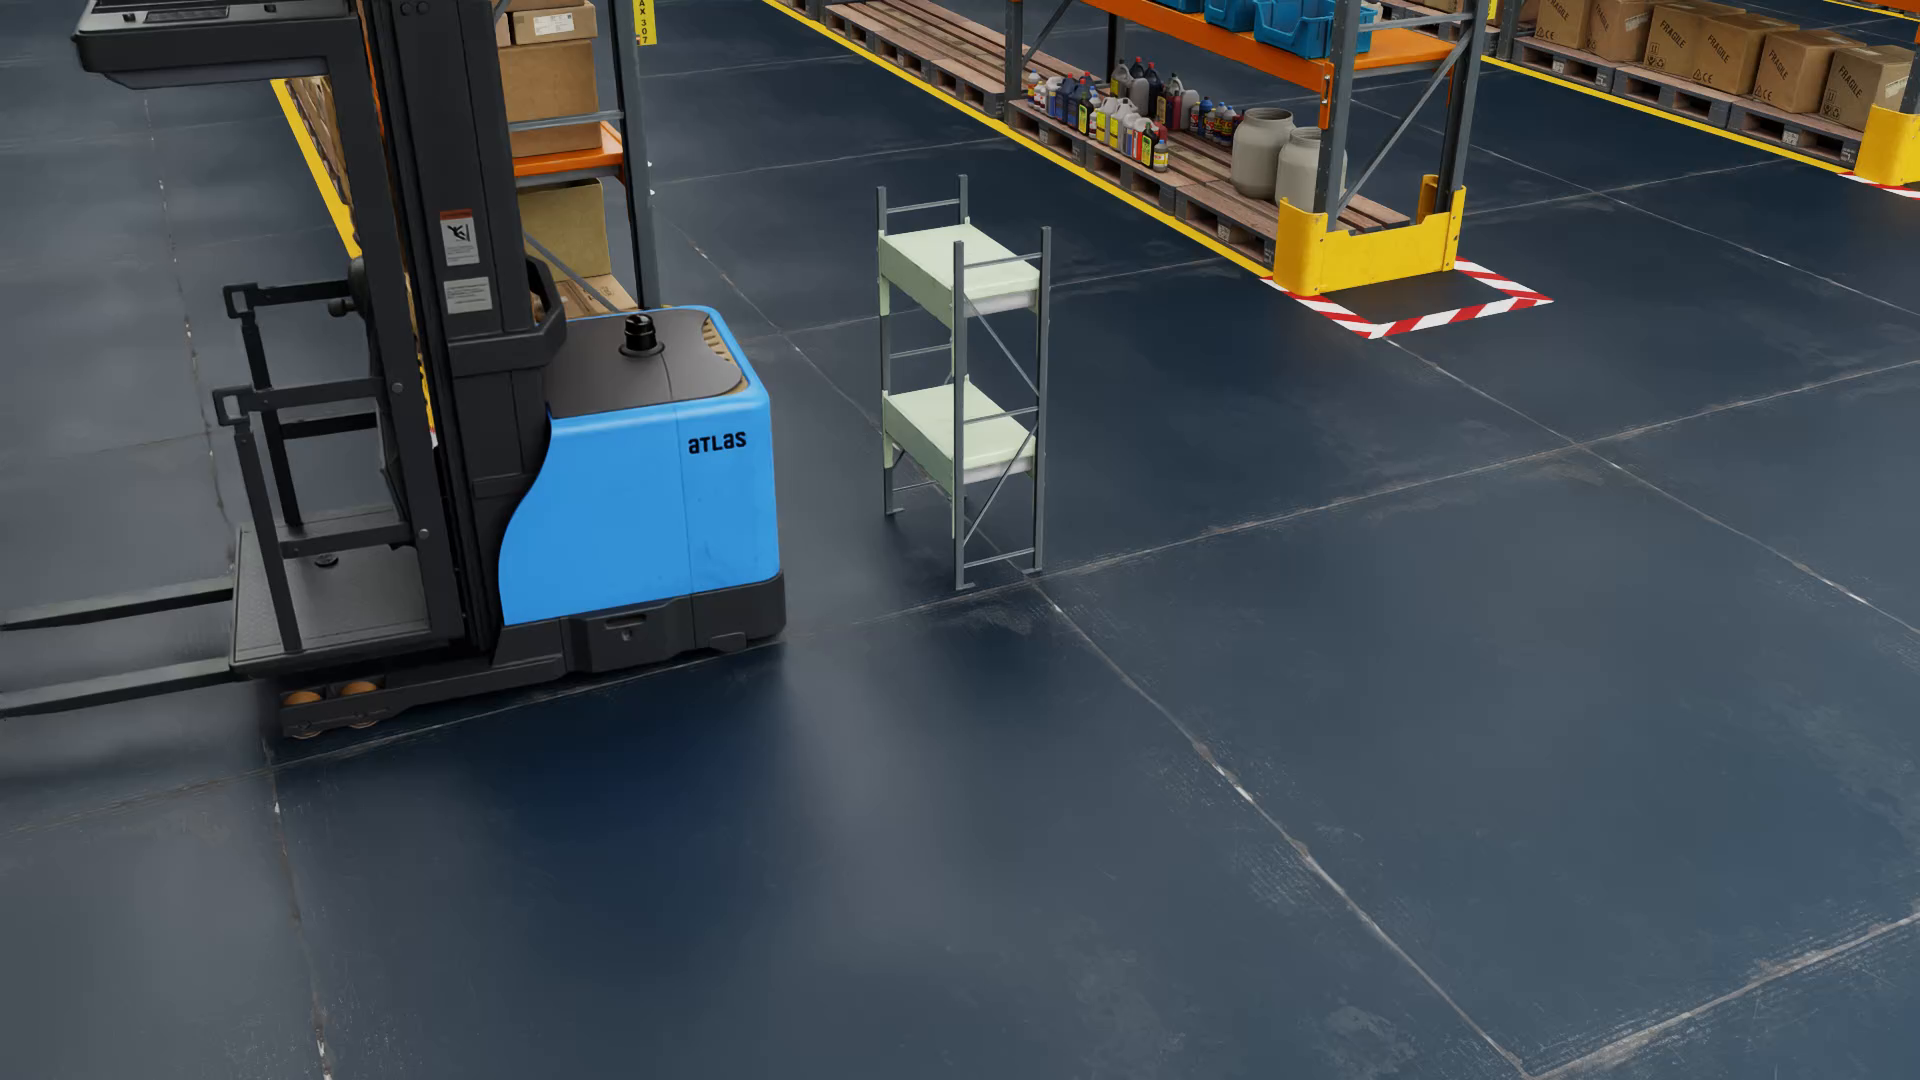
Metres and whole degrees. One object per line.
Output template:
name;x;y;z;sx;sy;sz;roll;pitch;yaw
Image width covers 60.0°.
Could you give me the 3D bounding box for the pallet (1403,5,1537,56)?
pallet;4.962;-4.844;15.673;1.003;0.211;1.213;-13;32;-22

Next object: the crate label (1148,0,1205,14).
crate label;1.507;-3.681;10.712;0.502;0.435;0.616;-13;32;-22

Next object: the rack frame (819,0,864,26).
rack frame;-0.893;-6.444;15.674;1.000;3.000;0.127;-13;32;-22

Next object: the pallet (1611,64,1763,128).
pallet;6.146;-3.672;13.582;1.003;0.211;1.213;-13;32;-22

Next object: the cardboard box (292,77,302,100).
cardboard box;-4.963;-3.646;13.067;0.500;0.250;0.500;-14;32;-23

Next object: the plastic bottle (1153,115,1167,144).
plastic bottle;1.370;-2.776;11.461;0.061;0.283;0.133;-13;32;-22

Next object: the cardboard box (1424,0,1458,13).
cardboard box;4.866;-5.309;15.756;0.700;0.500;0.500;-13;32;-22

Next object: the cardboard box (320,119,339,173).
cardboard box;-4.091;-2.744;11.459;0.500;0.250;0.500;-13;32;-22

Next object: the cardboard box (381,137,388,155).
cardboard box;-3.089;-2.017;9.394;0.500;0.500;0.500;-13;32;-22

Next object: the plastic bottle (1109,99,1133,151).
plastic bottle;1.139;-2.916;11.642;0.144;0.351;0.185;-12;31;-20

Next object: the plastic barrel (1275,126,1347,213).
plastic barrel;2.190;-2.282;10.368;0.421;0.512;0.421;0;29;0

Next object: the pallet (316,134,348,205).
pallet;-4.003;-2.739;11.919;1.003;0.211;1.213;-13;32;-22

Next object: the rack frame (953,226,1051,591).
rack frame;0.160;-0.490;6.590;0.400;1.500;0.023;-13;32;-22

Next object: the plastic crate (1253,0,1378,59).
plastic crate;2.056;-3.003;9.691;0.499;0.251;0.616;-13;32;-22

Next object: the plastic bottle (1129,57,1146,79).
plastic bottle;1.361;-3.489;12.664;0.144;0.351;0.185;-14;32;-23

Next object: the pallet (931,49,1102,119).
pallet;0.452;-3.799;13.809;1.003;0.211;1.213;-13;32;-22

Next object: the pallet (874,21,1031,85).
pallet;-0.076;-4.339;14.772;1.003;0.211;1.213;-13;32;-22

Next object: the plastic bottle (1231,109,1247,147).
plastic bottle;1.964;-2.887;11.659;0.061;0.283;0.133;-13;32;-21

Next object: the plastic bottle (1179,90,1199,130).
plastic bottle;1.648;-3.157;12.147;0.152;0.276;0.135;-12;32;-21

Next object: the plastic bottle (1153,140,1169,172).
plastic bottle;1.357;-2.600;11.232;0.097;0.201;0.097;0;29;0

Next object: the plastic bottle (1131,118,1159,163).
plastic bottle;1.274;-2.750;11.422;0.152;0.276;0.135;-13;32;-22

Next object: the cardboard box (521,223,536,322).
cardboard box;-2.433;-1.357;8.218;0.500;0.500;0.500;-13;32;-22

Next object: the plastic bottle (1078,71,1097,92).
plastic bottle;0.926;-3.300;12.326;0.144;0.351;0.185;-13;32;-22

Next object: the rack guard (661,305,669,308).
rack guard;-1.923;-0.770;8.113;1.175;0.500;0.348;-13;32;-22

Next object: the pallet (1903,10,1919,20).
pallet;10.076;-5.145;16.209;1.003;0.211;1.213;-13;32;-22

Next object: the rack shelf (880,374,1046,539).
rack shelf;0.003;-0.367;7.037;0.431;0.370;0.720;-13;32;-22

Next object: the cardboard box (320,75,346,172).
cardboard box;-3.735;-2.679;10.575;0.500;0.500;0.500;-13;32;-22

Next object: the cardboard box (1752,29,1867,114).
cardboard box;6.474;-3.579;12.692;0.500;0.500;0.500;-5;30;-9

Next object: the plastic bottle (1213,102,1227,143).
plastic bottle;1.854;-2.974;11.826;0.097;0.271;0.097;0;29;0

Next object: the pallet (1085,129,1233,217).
pallet;1.603;-2.615;11.698;1.003;0.211;1.213;-13;32;-22

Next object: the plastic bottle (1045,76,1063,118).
plastic bottle;0.729;-3.311;12.422;0.152;0.276;0.135;-12;31;-20

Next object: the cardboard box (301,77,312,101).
cardboard box;-4.525;-3.435;12.117;0.500;0.311;0.500;-13;32;-22

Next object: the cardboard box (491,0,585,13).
cardboard box;-2.145;-2.713;7.593;0.700;0.500;0.500;-13;32;-22

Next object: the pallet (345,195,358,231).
pallet;-3.347;-2.062;10.711;1.003;0.211;1.213;-13;32;-22

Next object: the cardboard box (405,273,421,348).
cardboard box;-2.656;-1.248;8.791;0.500;0.250;0.500;-13;32;-22

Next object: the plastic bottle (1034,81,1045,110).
plastic bottle;0.609;-3.370;12.605;0.097;0.201;0.097;0;29;0

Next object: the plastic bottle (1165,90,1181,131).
plastic bottle;1.552;-3.137;12.105;0.061;0.283;0.133;-13;32;-22

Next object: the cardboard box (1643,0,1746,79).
cardboard box;6.023;-4.115;13.649;0.500;0.500;0.500;-16;33;-26

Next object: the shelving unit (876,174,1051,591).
shelving unit;0.003;-0.651;6.878;0.431;1.500;0.755;-13;32;-22

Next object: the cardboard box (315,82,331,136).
cardboard box;-4.084;-2.985;11.316;0.500;0.311;0.500;-13;32;-22

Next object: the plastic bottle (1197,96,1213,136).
plastic bottle;1.767;-3.063;11.985;0.097;0.271;0.097;0;29;0

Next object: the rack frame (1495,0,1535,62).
rack frame;5.298;-5.717;14.378;1.000;3.000;0.127;-13;32;-22

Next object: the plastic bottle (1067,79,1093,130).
plastic bottle;0.877;-3.186;12.124;0.144;0.351;0.185;-15;32;-24

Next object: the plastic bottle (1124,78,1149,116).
plastic bottle;1.320;-3.330;12.456;0.152;0.276;0.135;-13;32;-22

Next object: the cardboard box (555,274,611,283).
cardboard box;-2.181;-1.359;8.988;0.500;0.250;0.500;-13;32;-22

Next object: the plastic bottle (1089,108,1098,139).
plastic bottle;0.977;-2.991;11.928;0.097;0.201;0.097;0;29;0

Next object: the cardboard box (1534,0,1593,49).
cardboard box;5.433;-4.624;14.557;0.500;0.500;0.500;-14;32;-23

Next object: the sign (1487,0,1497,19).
sign;3.040;-3.144;9.507;0.100;0.325;0.005;-13;32;-22

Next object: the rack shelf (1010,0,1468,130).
rack shelf;1.683;-3.479;11.124;1.077;0.370;4.000;-13;32;-22

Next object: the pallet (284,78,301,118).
pallet;-5.050;-3.817;13.841;1.003;0.211;1.213;-13;32;-22

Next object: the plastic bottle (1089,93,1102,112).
plastic bottle;0.974;-3.094;12.041;0.097;0.271;0.097;0;29;0

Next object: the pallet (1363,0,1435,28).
pallet;4.434;-5.384;16.635;1.003;0.211;1.213;-13;32;-22

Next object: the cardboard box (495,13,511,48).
cardboard box;-2.270;-2.327;7.567;0.380;0.149;0.250;-14;32;-23

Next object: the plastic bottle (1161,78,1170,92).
plastic bottle;1.551;-3.312;12.417;0.061;0.283;0.133;-11;31;-19

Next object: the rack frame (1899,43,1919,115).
rack frame;7.015;-3.950;11.227;1.000;3.000;0.127;-13;32;-22

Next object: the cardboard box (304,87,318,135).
cardboard box;-4.526;-3.194;12.261;0.500;0.250;0.500;-12;32;-21

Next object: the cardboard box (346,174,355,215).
cardboard box;-3.516;-2.132;10.367;0.500;0.250;0.500;-13;32;-22

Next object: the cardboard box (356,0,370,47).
cardboard box;-3.223;-3.256;9.887;0.700;0.500;0.500;-13;32;-22

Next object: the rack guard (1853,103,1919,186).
rack guard;6.982;-2.893;11.898;1.175;0.500;0.348;-13;32;-22

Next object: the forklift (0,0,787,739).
forklift;-2.254;-0.856;5.780;3.031;2.935;1.130;-10;31;-17
